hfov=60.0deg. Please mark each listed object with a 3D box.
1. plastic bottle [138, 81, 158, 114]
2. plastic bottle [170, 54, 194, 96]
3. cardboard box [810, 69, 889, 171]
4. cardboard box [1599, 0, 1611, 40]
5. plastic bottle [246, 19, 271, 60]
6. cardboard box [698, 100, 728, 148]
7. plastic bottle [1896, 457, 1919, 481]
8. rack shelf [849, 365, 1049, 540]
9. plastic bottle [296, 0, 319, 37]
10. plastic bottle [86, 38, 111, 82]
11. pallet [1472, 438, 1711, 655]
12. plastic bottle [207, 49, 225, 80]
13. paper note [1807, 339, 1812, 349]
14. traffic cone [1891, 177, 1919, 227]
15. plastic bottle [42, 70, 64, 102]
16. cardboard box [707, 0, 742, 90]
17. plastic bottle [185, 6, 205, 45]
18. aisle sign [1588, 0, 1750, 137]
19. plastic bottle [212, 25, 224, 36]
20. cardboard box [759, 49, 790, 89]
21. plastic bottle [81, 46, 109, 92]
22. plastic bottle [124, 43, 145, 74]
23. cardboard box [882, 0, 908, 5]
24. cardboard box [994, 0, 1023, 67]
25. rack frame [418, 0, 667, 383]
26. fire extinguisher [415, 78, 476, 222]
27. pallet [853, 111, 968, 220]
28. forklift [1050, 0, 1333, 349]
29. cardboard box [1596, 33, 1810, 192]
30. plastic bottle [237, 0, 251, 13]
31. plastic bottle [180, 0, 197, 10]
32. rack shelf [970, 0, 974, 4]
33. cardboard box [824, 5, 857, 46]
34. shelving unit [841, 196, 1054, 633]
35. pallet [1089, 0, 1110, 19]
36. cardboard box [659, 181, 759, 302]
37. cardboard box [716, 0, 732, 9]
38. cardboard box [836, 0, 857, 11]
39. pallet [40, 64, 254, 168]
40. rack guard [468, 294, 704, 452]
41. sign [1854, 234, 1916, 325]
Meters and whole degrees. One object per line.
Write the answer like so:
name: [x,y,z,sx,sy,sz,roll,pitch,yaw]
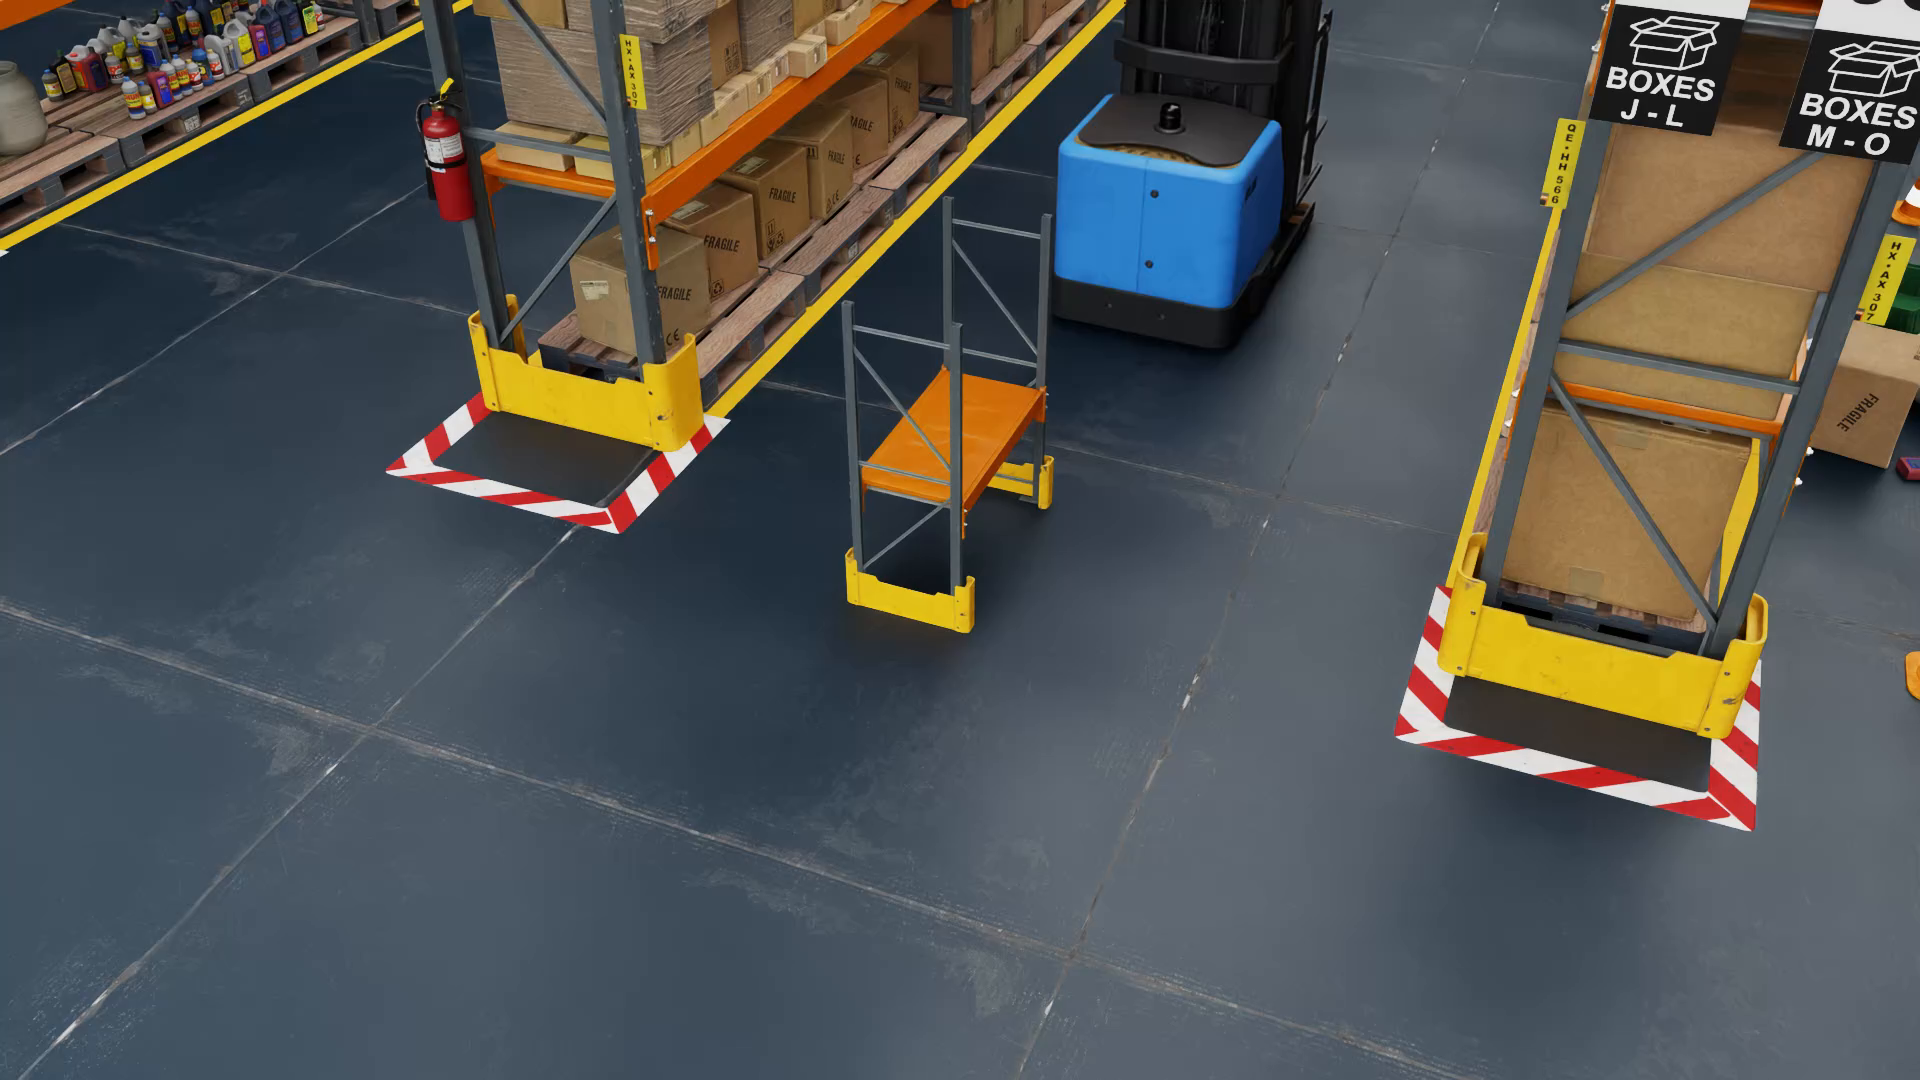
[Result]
plastic bottle: [-5.493,-2.990,11.215,0.097,0.201,0.097,0,37,0]
plastic bottle: [-5.364,-3.206,11.445,0.097,0.271,0.097,0,37,0]
cardboard box: [-0.808,-2.667,10.550,0.500,0.500,0.500,27,45,32]
cardboard box: [4.664,-3.010,10.800,1.050,0.750,0.750,14,39,18]
plastic bottle: [-5.063,-3.619,11.988,0.061,0.283,0.133,16,40,21]
cardboard box: [-1.379,-2.088,8.248,0.380,0.149,0.250,14,39,18]
plastic bottle: [4.771,-0.347,8.163,0.283,0.061,0.133,1,37,2]
rack shelf: [-0.032,-0.409,7.345,0.538,0.185,1.000,14,39,18]
plastic bottle: [-4.866,-3.906,12.372,0.061,0.283,0.133,16,40,20]
plastic bottle: [-6.043,-3.357,11.643,0.152,0.276,0.135,13,39,16]
pallet: [2.850,0.026,7.539,1.003,0.211,1.213,14,39,18]
plastic bottle: [-5.248,-3.347,11.692,0.097,0.201,0.097,0,37,0]
paper note: [4.722,-1.078,9.166,0.147,0.020,0.142,-11,38,-14]
traffic cone: [6.047,-2.228,10.344,0.336,0.463,0.334,14,39,18]
plastic bottle: [-6.217,-3.117,11.384,0.097,0.201,0.097,0,37,0]
cardboard box: [-1.616,-2.578,8.362,0.875,0.500,0.500,14,39,18]
plastic bottle: [-5.623,-3.783,12.217,0.097,0.271,0.097,0,37,0]
aisle sign: [2.314,-1.701,5.349,0.394,0.787,0.004,14,39,18]
plastic bottle: [-5.267,-3.549,11.895,0.061,0.283,0.133,14,39,18]
cardboard box: [-1.132,-2.513,8.816,0.380,0.149,0.250,14,39,18]
plastic bottle: [-5.997,-3.259,11.506,0.061,0.283,0.133,14,39,18]
plastic bottle: [-5.855,-3.416,11.785,0.097,0.201,0.097,0,37,0]
cardboard box: [-0.465,-3.320,9.896,0.380,0.149,0.250,14,39,18]
cardboard box: [0.044,-3.801,12.050,0.700,0.500,0.500,14,39,17]
rack frame: [-1.930,-1.816,7.675,1.000,3.000,0.127,14,39,18]
fire extinguisher: [-2.400,-1.827,7.753,0.296,0.674,0.183,14,39,18]
pallet: [-0.631,-2.534,10.964,1.003,0.211,1.213,14,39,18]
forklift: [1.556,-3.090,9.435,1.130,2.935,3.031,15,39,19]
cardboard box: [2.919,-1.645,6.419,0.875,0.550,0.550,14,39,18]
plastic bottle: [-5.515,-4.166,12.730,0.097,0.271,0.097,0,37,0]
plastic bottle: [-5.679,-3.922,12.337,0.144,0.351,0.185,15,39,19]
rack shelf: [0.353,-4.850,12.334,1.077,0.370,4.000,14,39,18]
cardboard box: [-0.802,-2.917,9.357,0.380,0.149,0.250,14,39,18]
shelving unit: [-0.029,-0.559,7.245,0.587,1.500,1.083,14,39,18]
pallet: [0.815,-4.696,13.857,1.003,0.211,1.213,14,39,18]
cardboard box: [-1.481,-1.664,9.208,0.500,0.500,0.500,25,43,29]
cardboard box: [-1.272,-2.894,7.949,0.500,0.500,0.500,14,39,18]
cardboard box: [-0.956,-3.387,9.443,0.875,0.500,0.500,14,39,18]
pallet: [-5.745,-3.002,11.590,1.003,0.211,1.213,14,39,18]
rack guard: [-1.901,-0.857,8.479,1.175,0.500,0.348,14,39,18]
sign: [3.129,-0.879,5.632,0.100,0.325,0.005,14,39,18]
